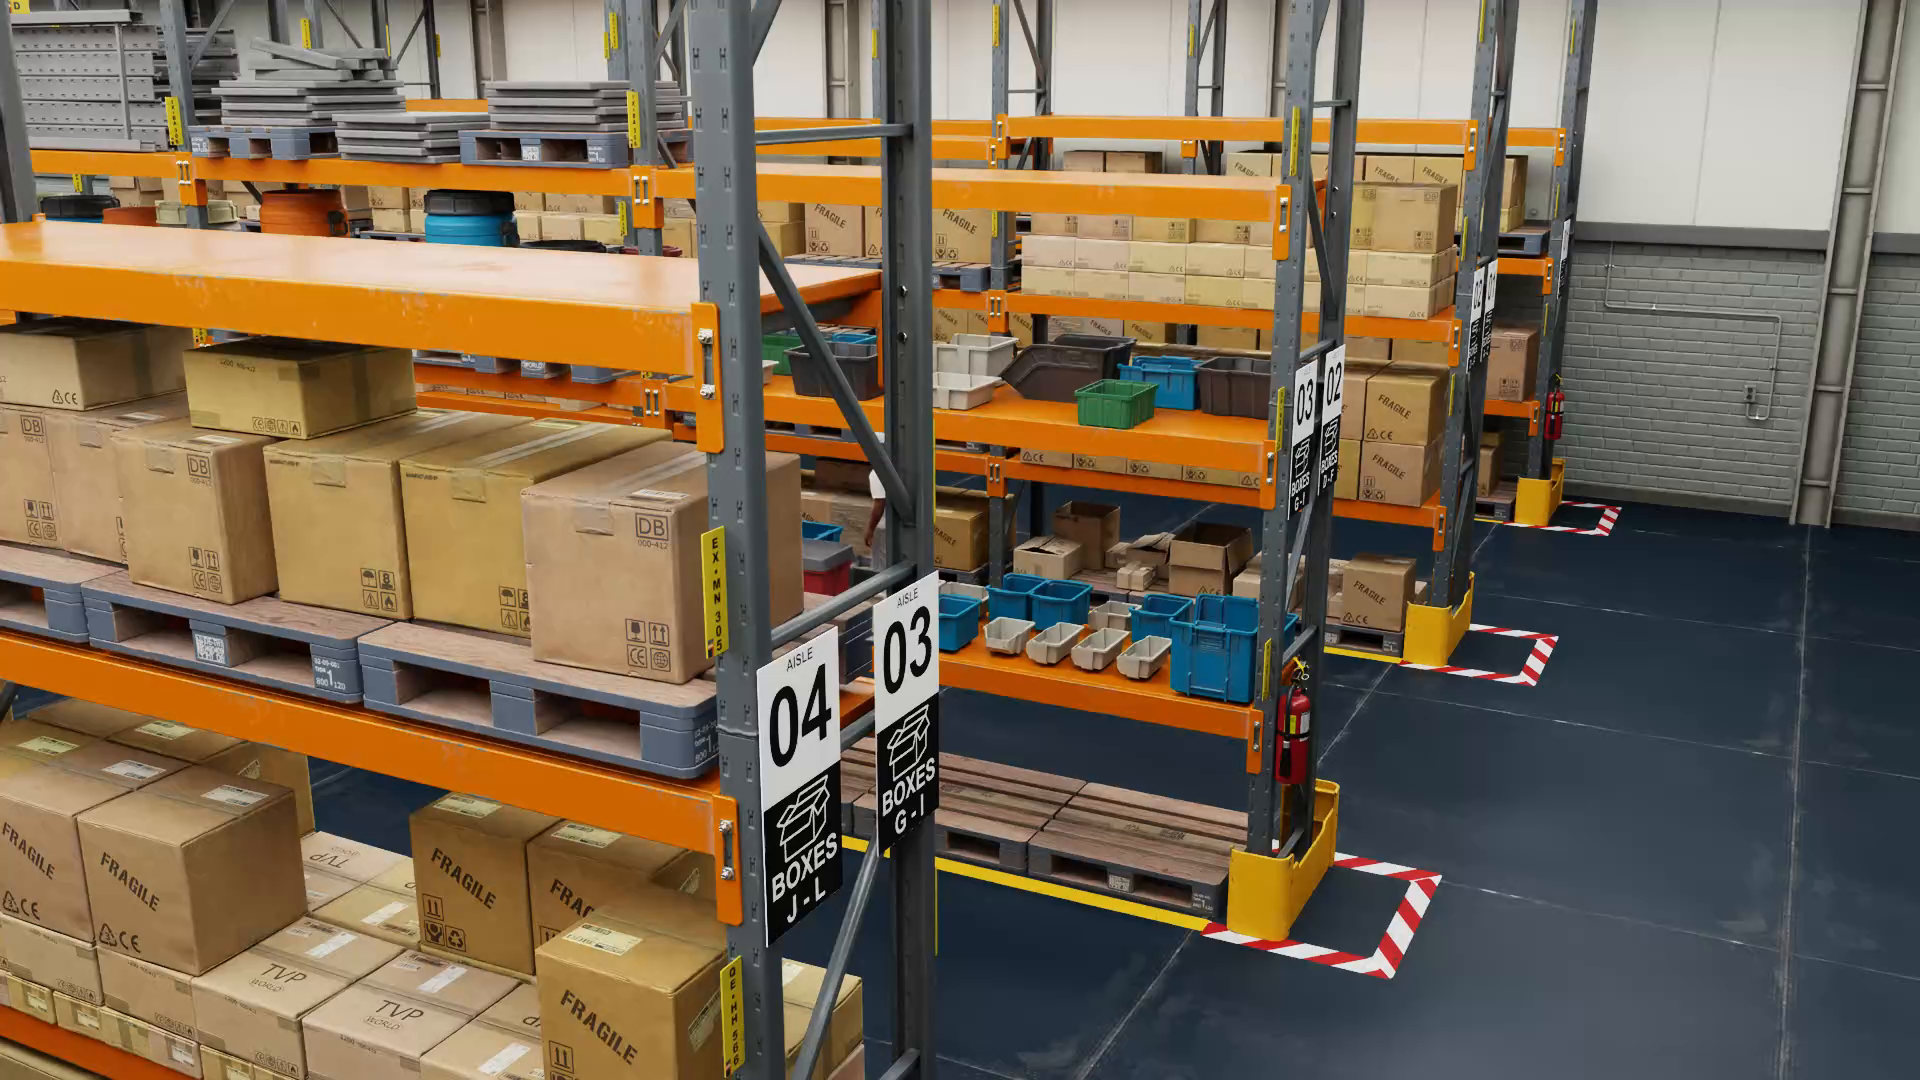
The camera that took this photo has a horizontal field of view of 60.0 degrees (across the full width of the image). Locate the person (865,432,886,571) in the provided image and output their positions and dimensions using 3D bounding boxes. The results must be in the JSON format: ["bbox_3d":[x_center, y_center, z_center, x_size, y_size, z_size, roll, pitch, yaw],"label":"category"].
[{"bbox_3d":[-0.625,-0.139,14.484,0.446,1.762,0.604,7,17,25],"label":"person"}]
